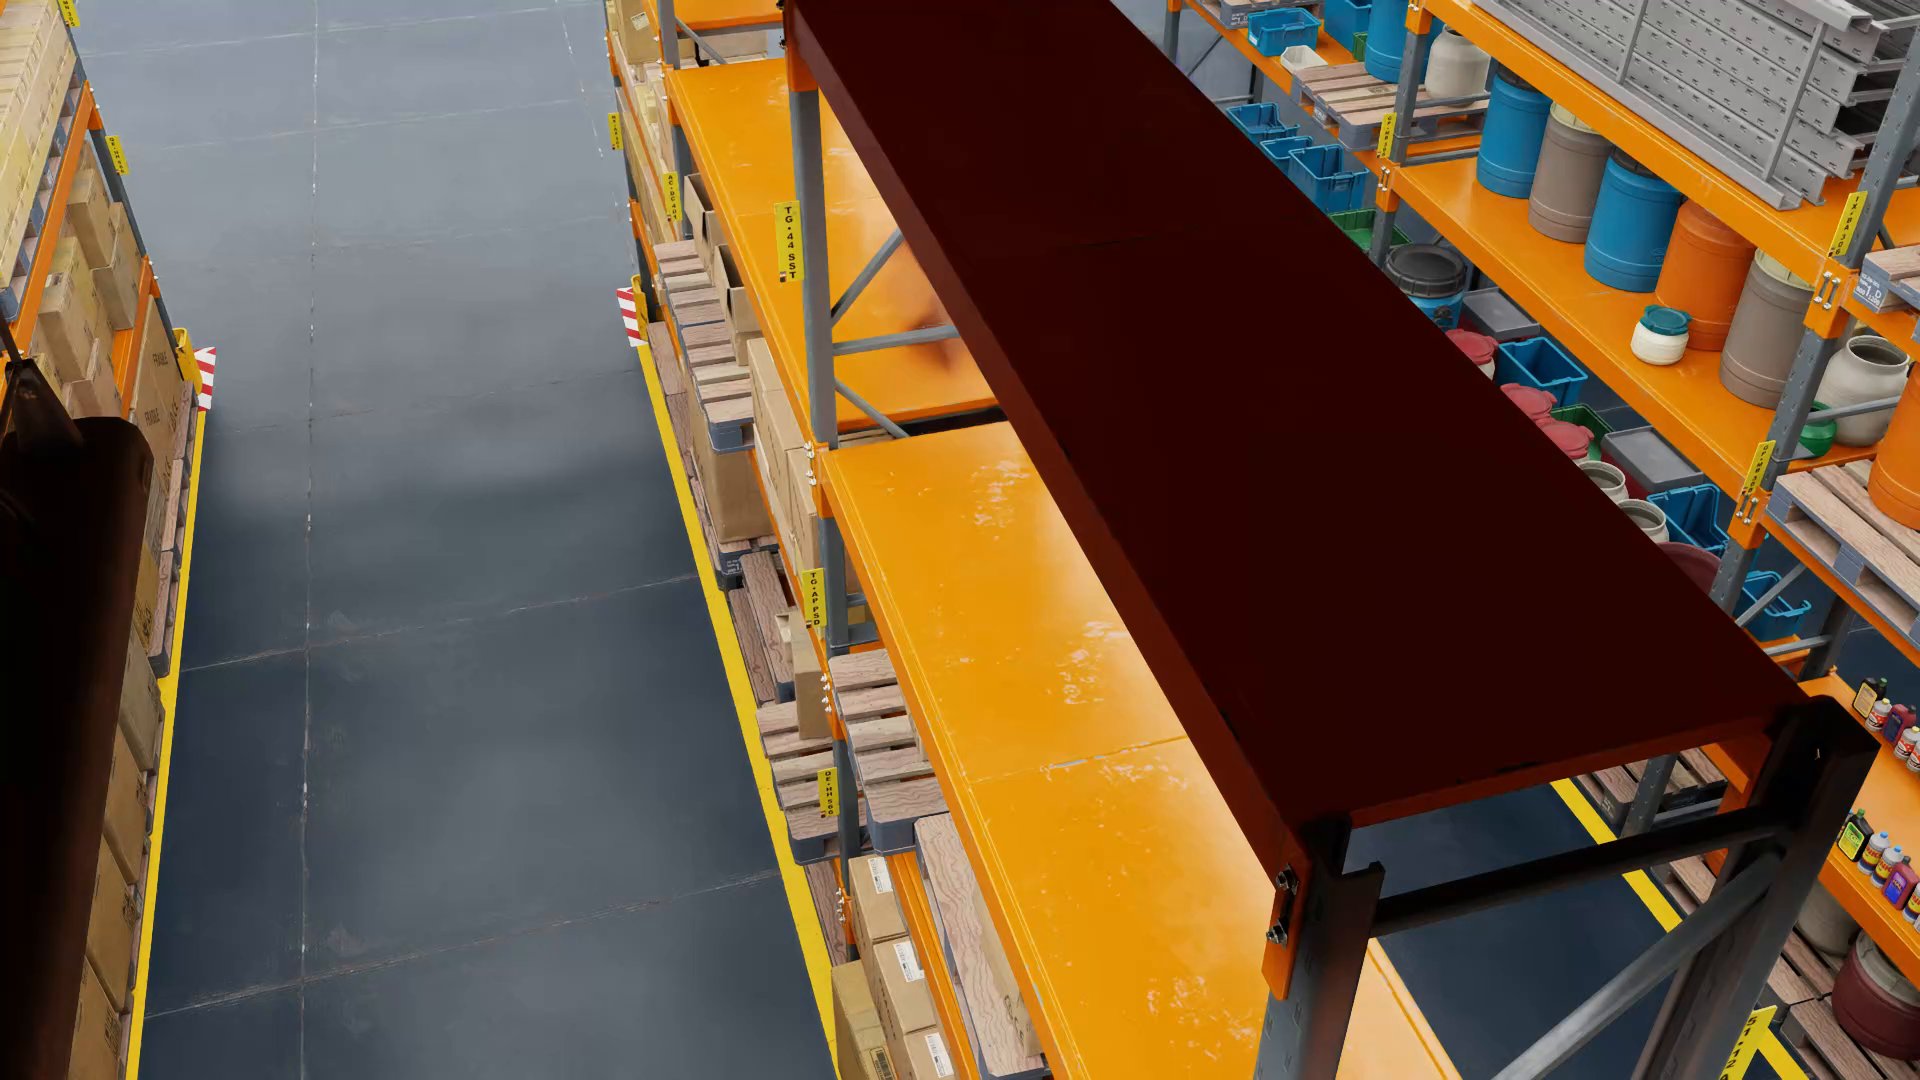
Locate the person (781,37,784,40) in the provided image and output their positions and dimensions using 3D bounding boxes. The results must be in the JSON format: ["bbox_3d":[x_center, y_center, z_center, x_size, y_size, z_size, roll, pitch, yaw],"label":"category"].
[{"bbox_3d":[-1.662,-5.134,17.905,1.044,1.641,0.594,10,40,13],"label":"person"}]
